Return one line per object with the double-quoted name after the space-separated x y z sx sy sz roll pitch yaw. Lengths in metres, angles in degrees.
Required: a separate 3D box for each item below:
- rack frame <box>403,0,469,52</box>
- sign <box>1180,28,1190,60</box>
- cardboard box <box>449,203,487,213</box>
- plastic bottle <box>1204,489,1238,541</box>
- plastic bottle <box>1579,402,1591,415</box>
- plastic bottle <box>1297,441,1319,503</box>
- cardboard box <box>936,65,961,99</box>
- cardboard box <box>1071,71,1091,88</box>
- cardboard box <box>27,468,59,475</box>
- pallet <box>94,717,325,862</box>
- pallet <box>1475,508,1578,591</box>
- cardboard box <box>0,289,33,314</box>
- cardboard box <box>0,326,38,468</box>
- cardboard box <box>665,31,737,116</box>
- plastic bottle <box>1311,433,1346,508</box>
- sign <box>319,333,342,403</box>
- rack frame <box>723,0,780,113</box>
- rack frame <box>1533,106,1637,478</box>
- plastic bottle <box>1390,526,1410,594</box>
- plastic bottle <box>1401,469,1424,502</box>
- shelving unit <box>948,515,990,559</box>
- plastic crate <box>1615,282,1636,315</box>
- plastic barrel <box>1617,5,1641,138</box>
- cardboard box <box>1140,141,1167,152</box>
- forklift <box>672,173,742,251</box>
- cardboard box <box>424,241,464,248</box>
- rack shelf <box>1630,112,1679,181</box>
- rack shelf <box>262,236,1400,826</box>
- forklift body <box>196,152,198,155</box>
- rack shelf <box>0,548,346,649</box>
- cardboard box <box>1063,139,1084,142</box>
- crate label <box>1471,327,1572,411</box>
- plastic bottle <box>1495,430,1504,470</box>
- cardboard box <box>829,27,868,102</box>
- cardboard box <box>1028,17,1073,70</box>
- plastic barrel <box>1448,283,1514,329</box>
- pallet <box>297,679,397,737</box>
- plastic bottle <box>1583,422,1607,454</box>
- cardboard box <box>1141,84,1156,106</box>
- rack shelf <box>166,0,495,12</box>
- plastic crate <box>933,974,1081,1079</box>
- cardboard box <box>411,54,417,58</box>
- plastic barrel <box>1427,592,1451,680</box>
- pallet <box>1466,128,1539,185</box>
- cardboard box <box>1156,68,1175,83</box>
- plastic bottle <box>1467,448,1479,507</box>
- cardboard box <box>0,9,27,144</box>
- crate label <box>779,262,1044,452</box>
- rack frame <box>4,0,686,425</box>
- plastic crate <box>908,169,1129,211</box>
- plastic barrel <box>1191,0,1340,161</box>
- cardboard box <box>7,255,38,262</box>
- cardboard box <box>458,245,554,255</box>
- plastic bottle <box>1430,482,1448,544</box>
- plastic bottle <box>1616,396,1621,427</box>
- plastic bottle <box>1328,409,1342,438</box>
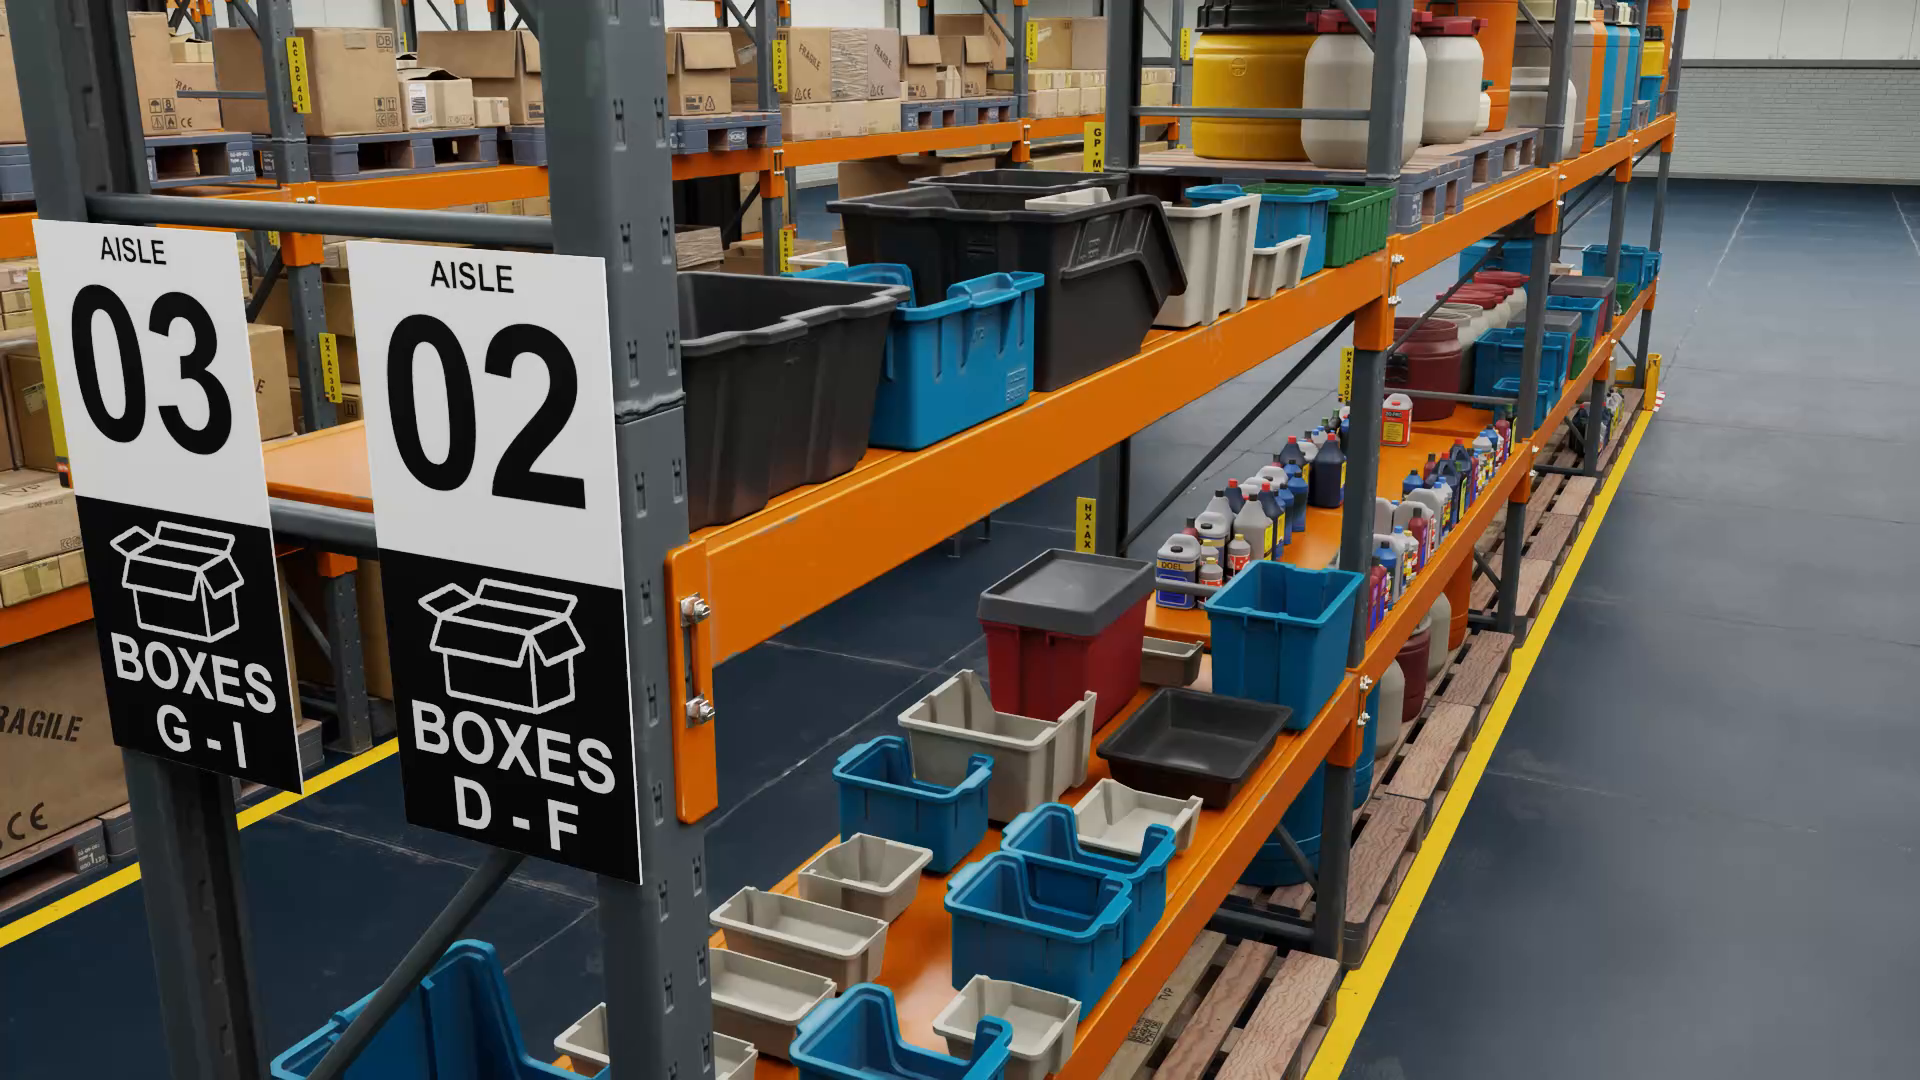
-6.960 -7.618 21.870 1.000 3.000 0.127 8 18 25 "rack frame"
2.393 -5.268 17.671 0.100 0.325 0.005 8 18 25 "sign"
-4.945 -3.260 15.800 0.700 0.500 0.500 8 18 26 "cardboard box"
1.093 -0.047 7.002 0.144 0.351 0.185 8 18 25 "plastic bottle"
5.412 -1.060 14.335 0.152 0.276 0.135 8 18 25 "plastic bottle"
1.660 -0.332 8.092 0.152 0.276 0.135 8 18 25 "plastic bottle"
-0.212 -3.786 13.732 0.396 0.266 0.258 9 19 27 "cardboard box"
1.006 -4.331 15.634 0.380 0.149 0.250 8 18 24 "cardboard box"
-3.648 -0.218 7.231 0.500 0.250 0.500 9 19 27 "cardboard box"
-3.866 1.095 7.966 1.003 0.211 1.213 8 18 25 "pallet"
3.689 0.021 11.584 1.003 0.211 1.213 8 18 25 "pallet"
-6.679 -1.682 11.601 0.380 0.149 0.250 8 18 24 "cardboard box"
-4.126 -0.641 7.340 0.500 0.500 0.500 8 18 25 "cardboard box"
-1.877 -2.968 10.563 0.797 0.503 0.637 9 19 29 "cardboard box"
1.781 -0.343 7.997 0.144 0.351 0.185 8 18 25 "plastic bottle"
-2.959 -0.808 7.817 0.100 0.325 0.005 8 18 25 "sign"
-1.669 -4.320 10.764 1.000 3.000 0.127 8 18 25 "rack frame"
4.549 -1.833 12.927 1.000 3.000 0.127 8 18 25 "rack frame"
1.762 0.078 6.720 0.097 0.271 0.097 0 17 0 "plastic bottle"
2.074 -0.192 7.628 0.097 0.271 0.097 0 17 0 "plastic bottle"
-0.074 -0.964 11.583 0.431 2.100 0.503 8 18 25 "shelving unit"
5.408 -2.041 14.000 0.450 0.188 0.662 8 18 25 "plastic crate"
4.516 -3.354 11.899 0.600 0.901 0.708 8 18 25 "plastic barrel"
1.881 -3.980 17.702 0.500 0.500 0.500 8 18 25 "cardboard box"
-2.587 -2.186 14.236 3.031 2.935 1.130 -1 17 -4 "forklift"
-4.944 -2.614 15.380 0.500 0.500 0.500 8 18 25 "cardboard box"
5.443 -3.435 14.317 1.077 0.370 4.000 8 18 25 "rack shelf"
0.081 -0.379 4.026 1.077 0.370 4.000 8 18 25 "rack shelf"
-10.617 -4.251 22.560 2.313 2.155 1.214 8 18 25 "forklift body"
-4.350 0.429 6.575 1.077 0.370 4.000 8 18 25 "rack shelf"
1.416 -4.046 17.925 0.500 0.500 0.500 8 18 25 "cardboard box"
3.448 -1.050 10.228 0.502 0.435 0.616 8 18 25 "crate label"
2.792 -0.476 8.706 0.097 0.201 0.097 0 17 0 "plastic bottle"
-0.999 -3.385 11.832 0.500 0.500 0.500 8 18 26 "cardboard box"
1.001 -5.006 16.766 0.500 0.500 0.500 8 18 25 "cardboard box"
3.598 -1.495 11.552 0.433 0.535 0.433 0 17 0 "plastic barrel"
-3.179 0.705 9.279 1.003 0.211 1.213 8 18 25 "pallet"
5.204 -0.849 13.627 0.152 0.276 0.135 9 19 27 "plastic bottle"
1.697 -4.565 17.121 0.500 0.250 0.500 8 18 26 "cardboard box"
-5.168 -4.950 14.850 1.077 0.370 4.000 8 18 25 "rack shelf"
0.113 1.056 3.557 0.250 0.136 0.298 8 18 25 "plastic crate"
-4.860 -4.290 15.174 0.500 0.311 0.500 7 18 23 "cardboard box"
2.386 0.459 8.842 0.421 0.512 0.421 0 17 0 "plastic barrel"
2.333 -1.979 8.482 1.003 0.211 1.213 8 18 25 "pallet"
2.061 -4.929 17.645 0.380 0.149 0.250 8 18 25 "cardboard box"
2.452 -0.310 8.003 0.061 0.283 0.133 8 18 25 "plastic bottle"
-3.997 -1.817 6.516 0.700 0.500 0.500 9 19 28 "cardboard box"
-0.111 -0.337 2.883 0.408 0.251 0.502 8 18 25 "crate label"
-0.813 -1.652 1.782 1.000 3.000 0.127 8 18 25 "rack frame"
0.174 -0.889 4.710 0.497 0.269 0.590 8 18 25 "plastic crate"
1.201 -1.783 6.422 0.600 0.588 0.600 0 17 0 "plastic barrel"
-7.027 -2.039 12.279 0.380 0.149 0.250 9 19 27 "cardboard box"
-2.598 -1.451 9.705 0.797 0.503 0.637 9 19 27 "cardboard box"
2.116 -0.124 7.399 0.097 0.271 0.097 0 17 0 "plastic bottle"
5.709 -1.137 14.596 0.152 0.276 0.135 8 18 24 "plastic bottle"
1.972 -0.543 8.788 0.061 0.283 0.133 8 18 25 "plastic bottle"
